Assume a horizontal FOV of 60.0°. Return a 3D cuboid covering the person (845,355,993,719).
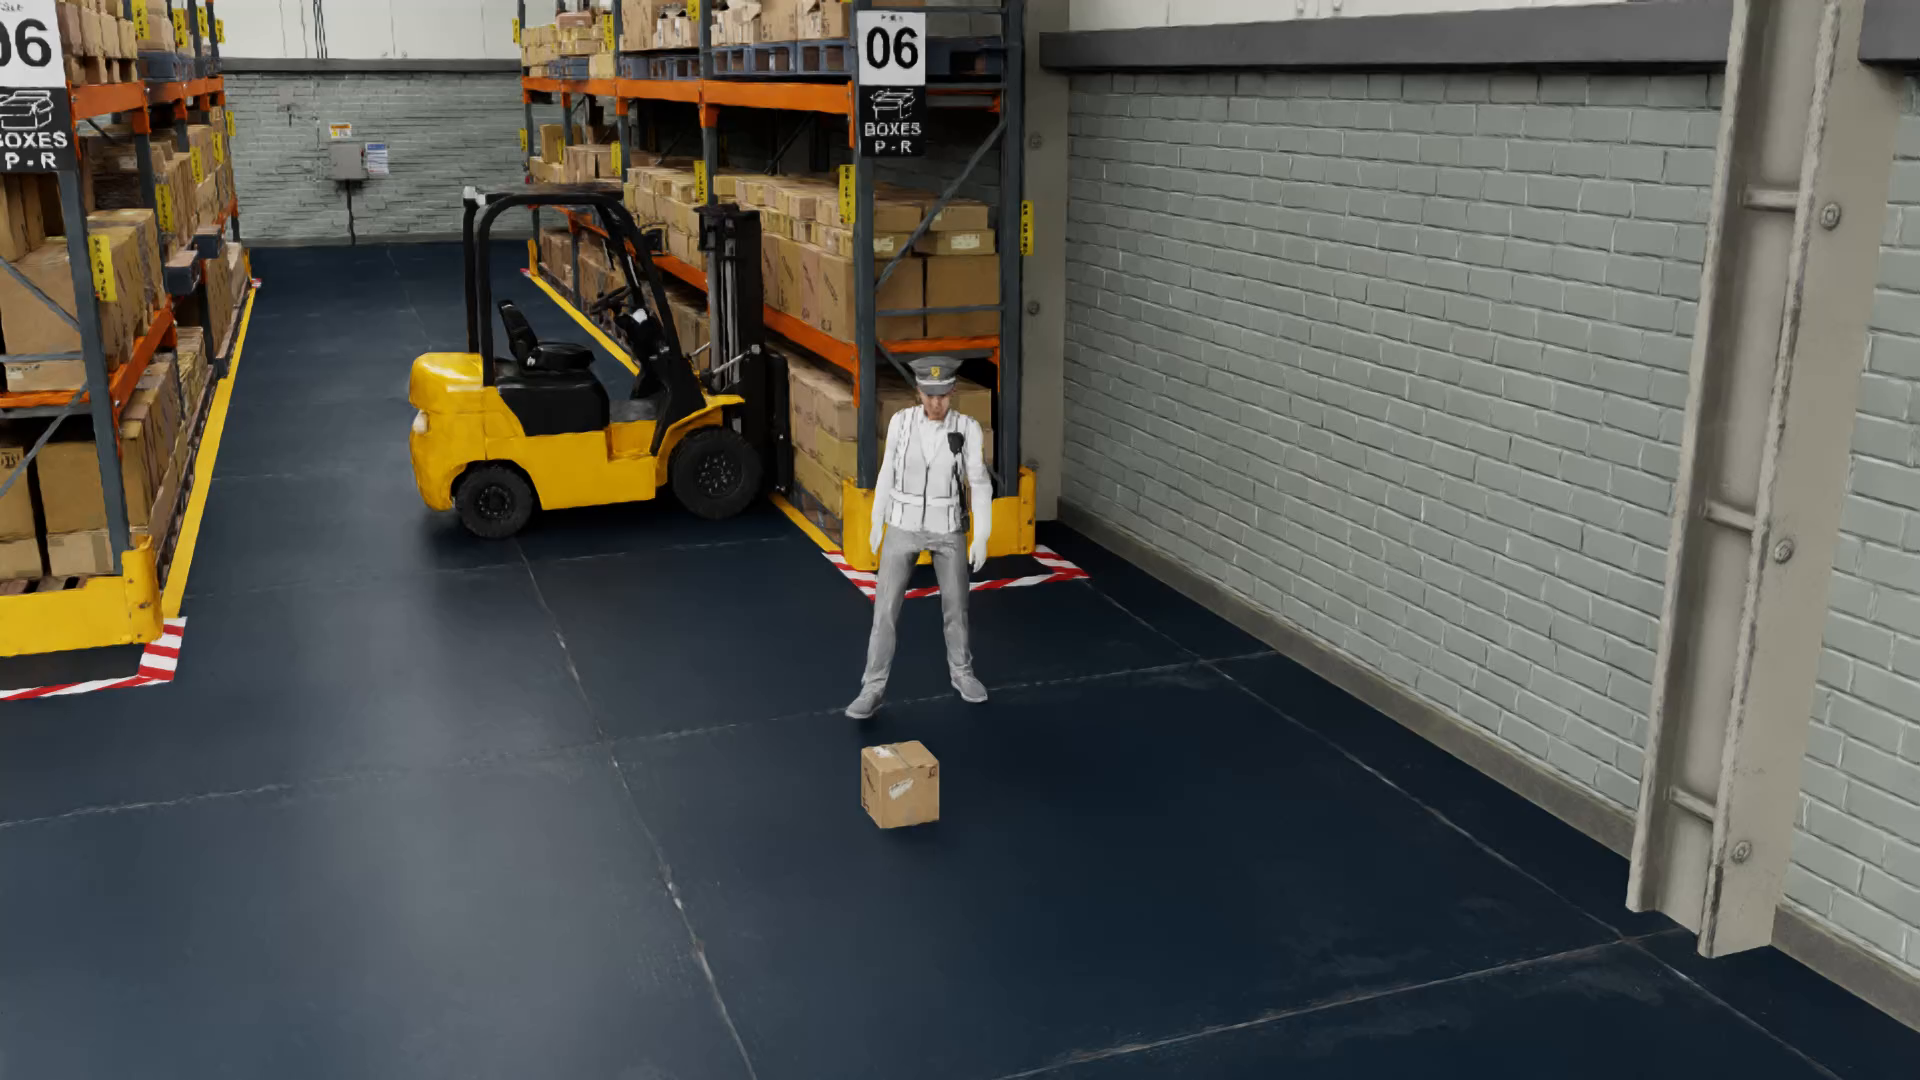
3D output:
[{"bbox_3d":[-0.178,-0.019,7.533,0.649,1.649,0.622,1,16,4],"label":"person"}]
